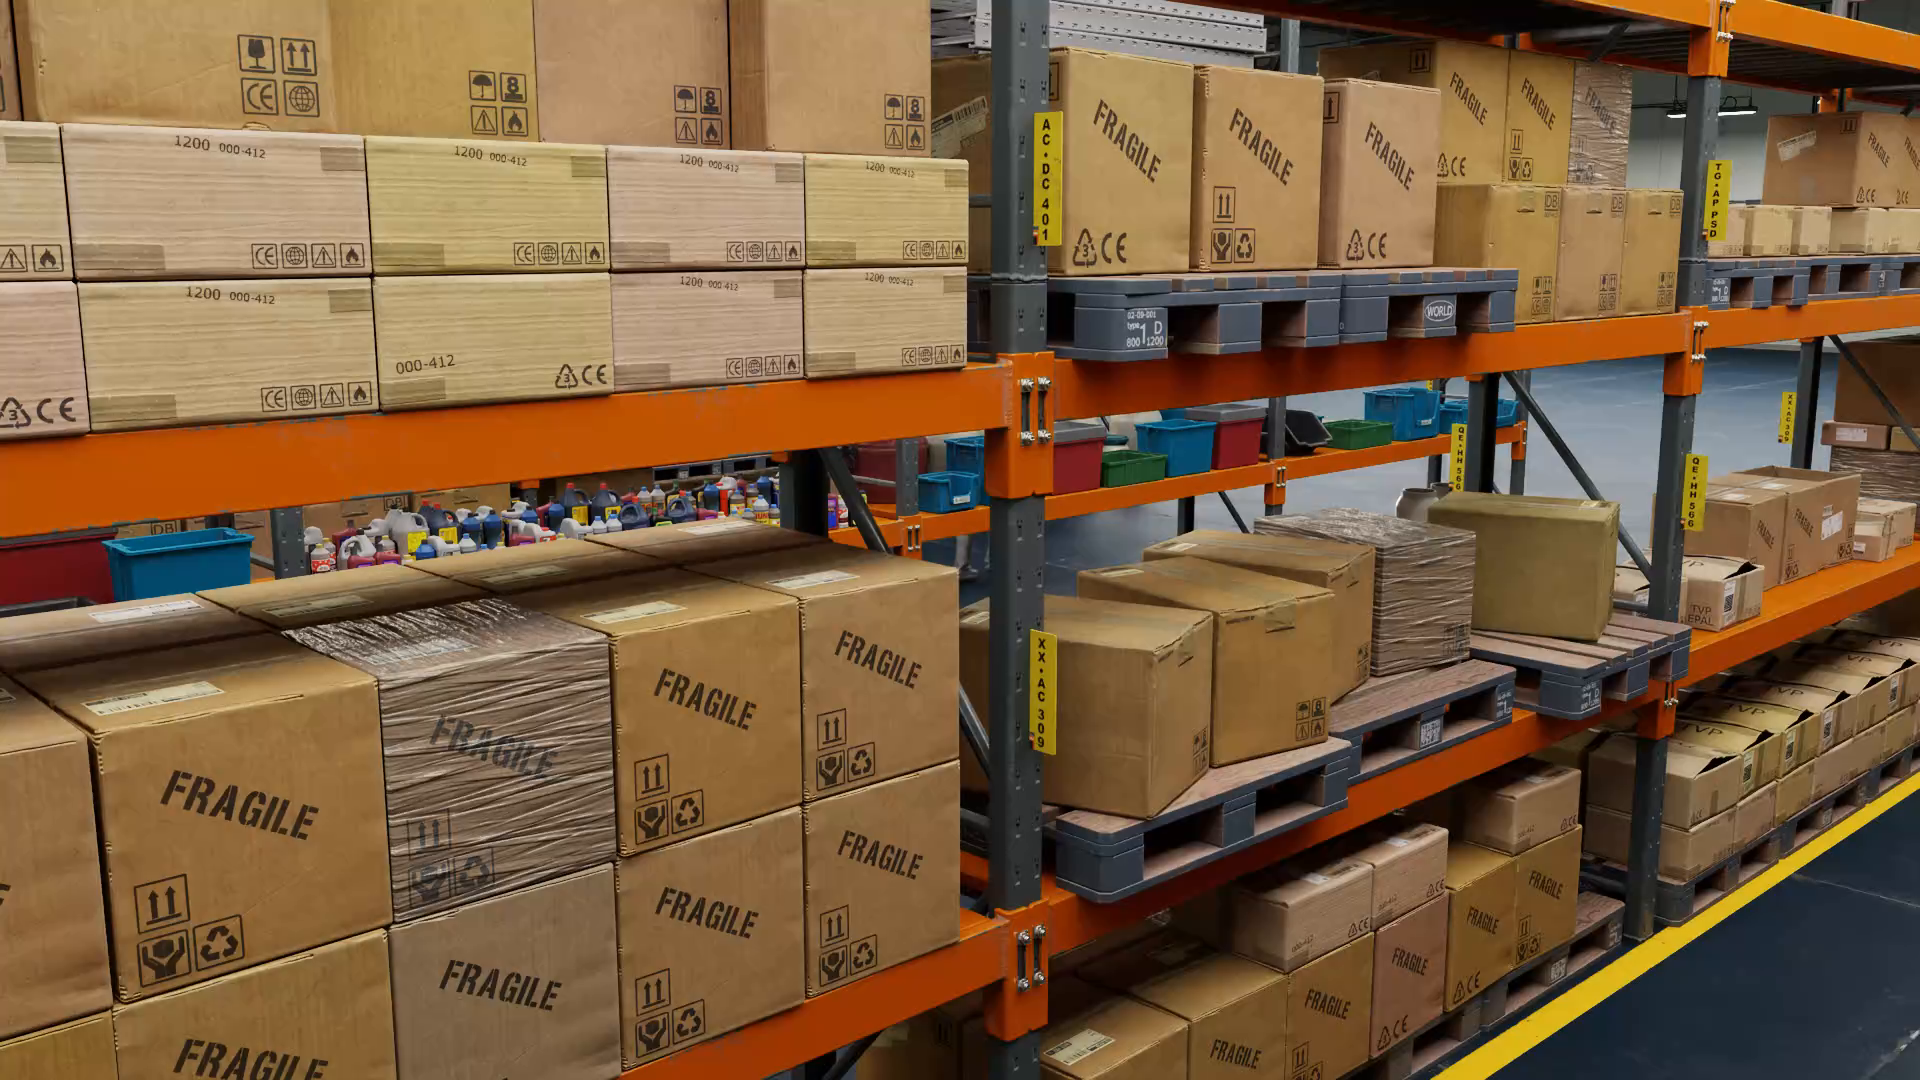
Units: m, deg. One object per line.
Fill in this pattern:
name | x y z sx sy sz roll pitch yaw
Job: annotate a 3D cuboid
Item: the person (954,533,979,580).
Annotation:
person | 0.236 -0.497 15.139 0.559 1.822 0.778 8 13 37
